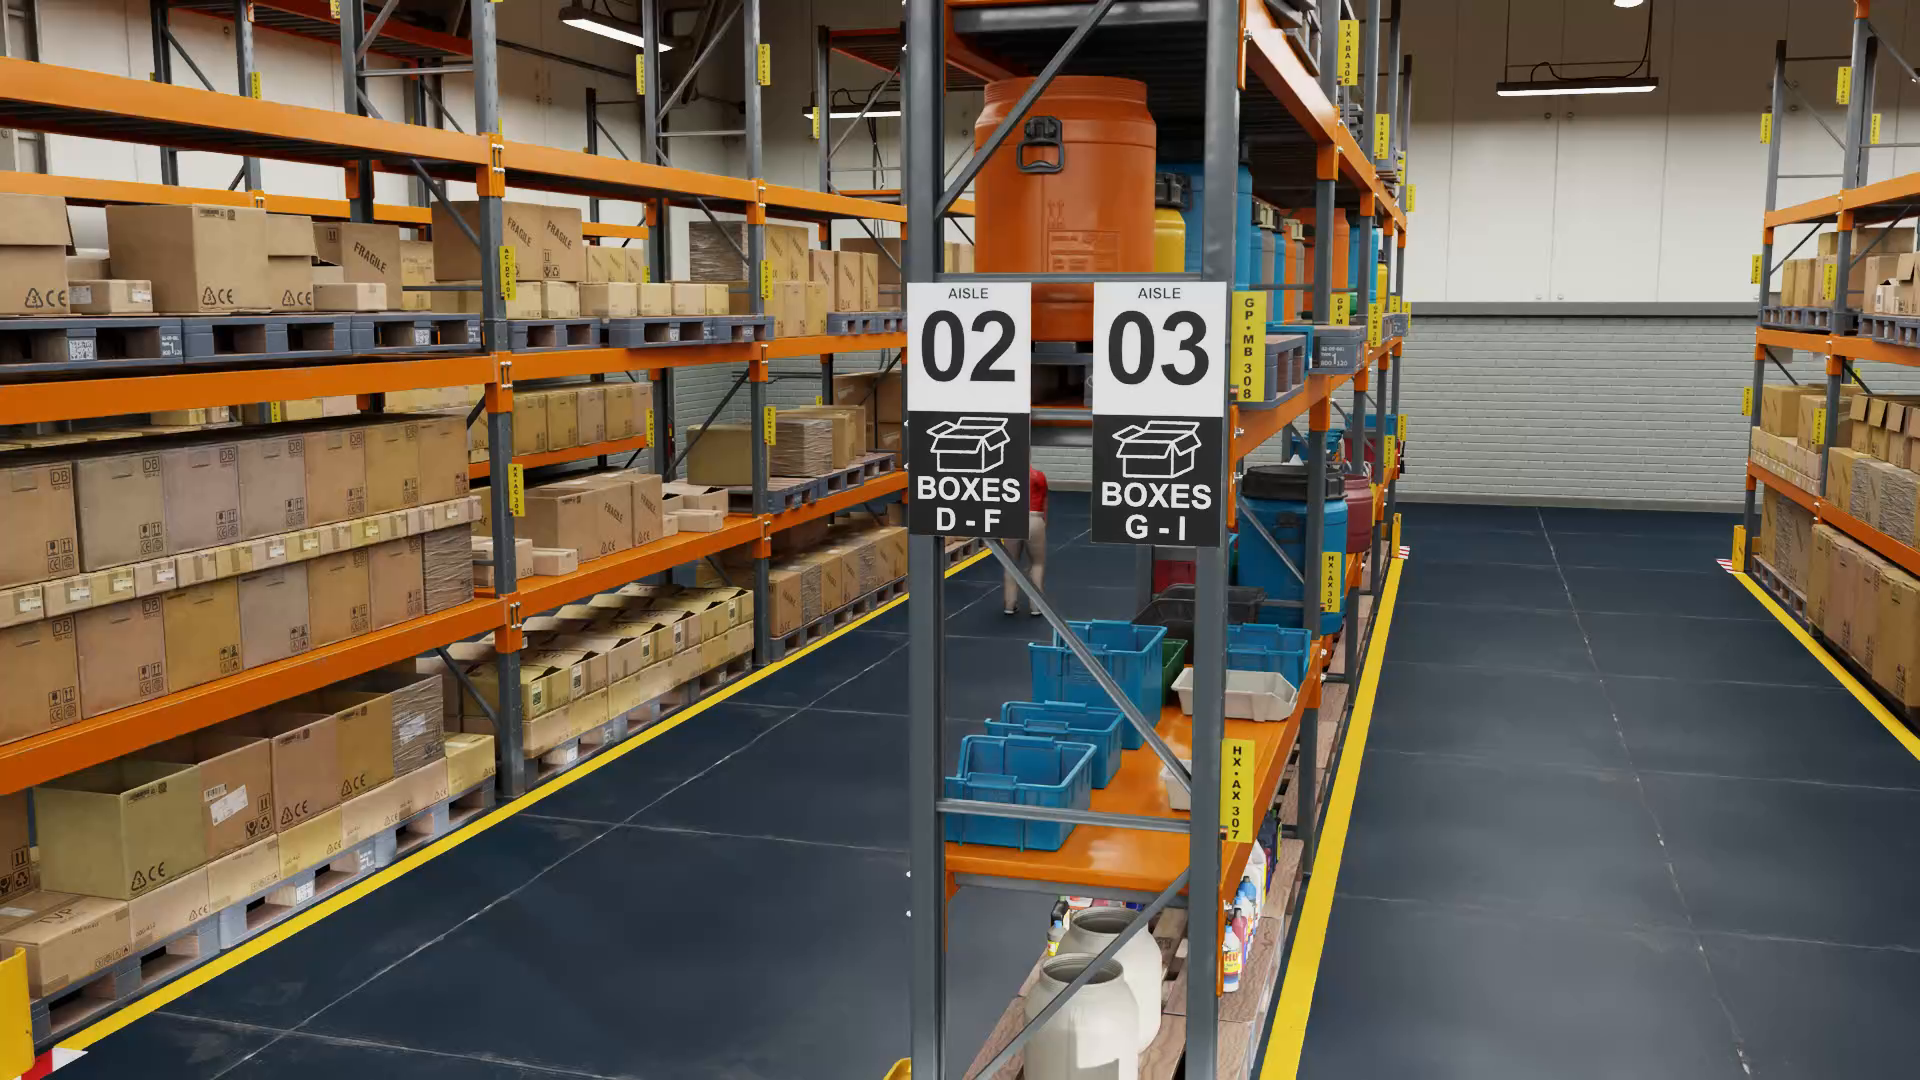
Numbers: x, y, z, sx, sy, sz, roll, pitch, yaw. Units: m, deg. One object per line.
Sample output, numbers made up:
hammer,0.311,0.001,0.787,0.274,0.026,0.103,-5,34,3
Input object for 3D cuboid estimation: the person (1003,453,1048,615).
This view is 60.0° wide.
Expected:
person,0.660,-0.121,16.762,0.490,1.725,0.521,2,9,16
